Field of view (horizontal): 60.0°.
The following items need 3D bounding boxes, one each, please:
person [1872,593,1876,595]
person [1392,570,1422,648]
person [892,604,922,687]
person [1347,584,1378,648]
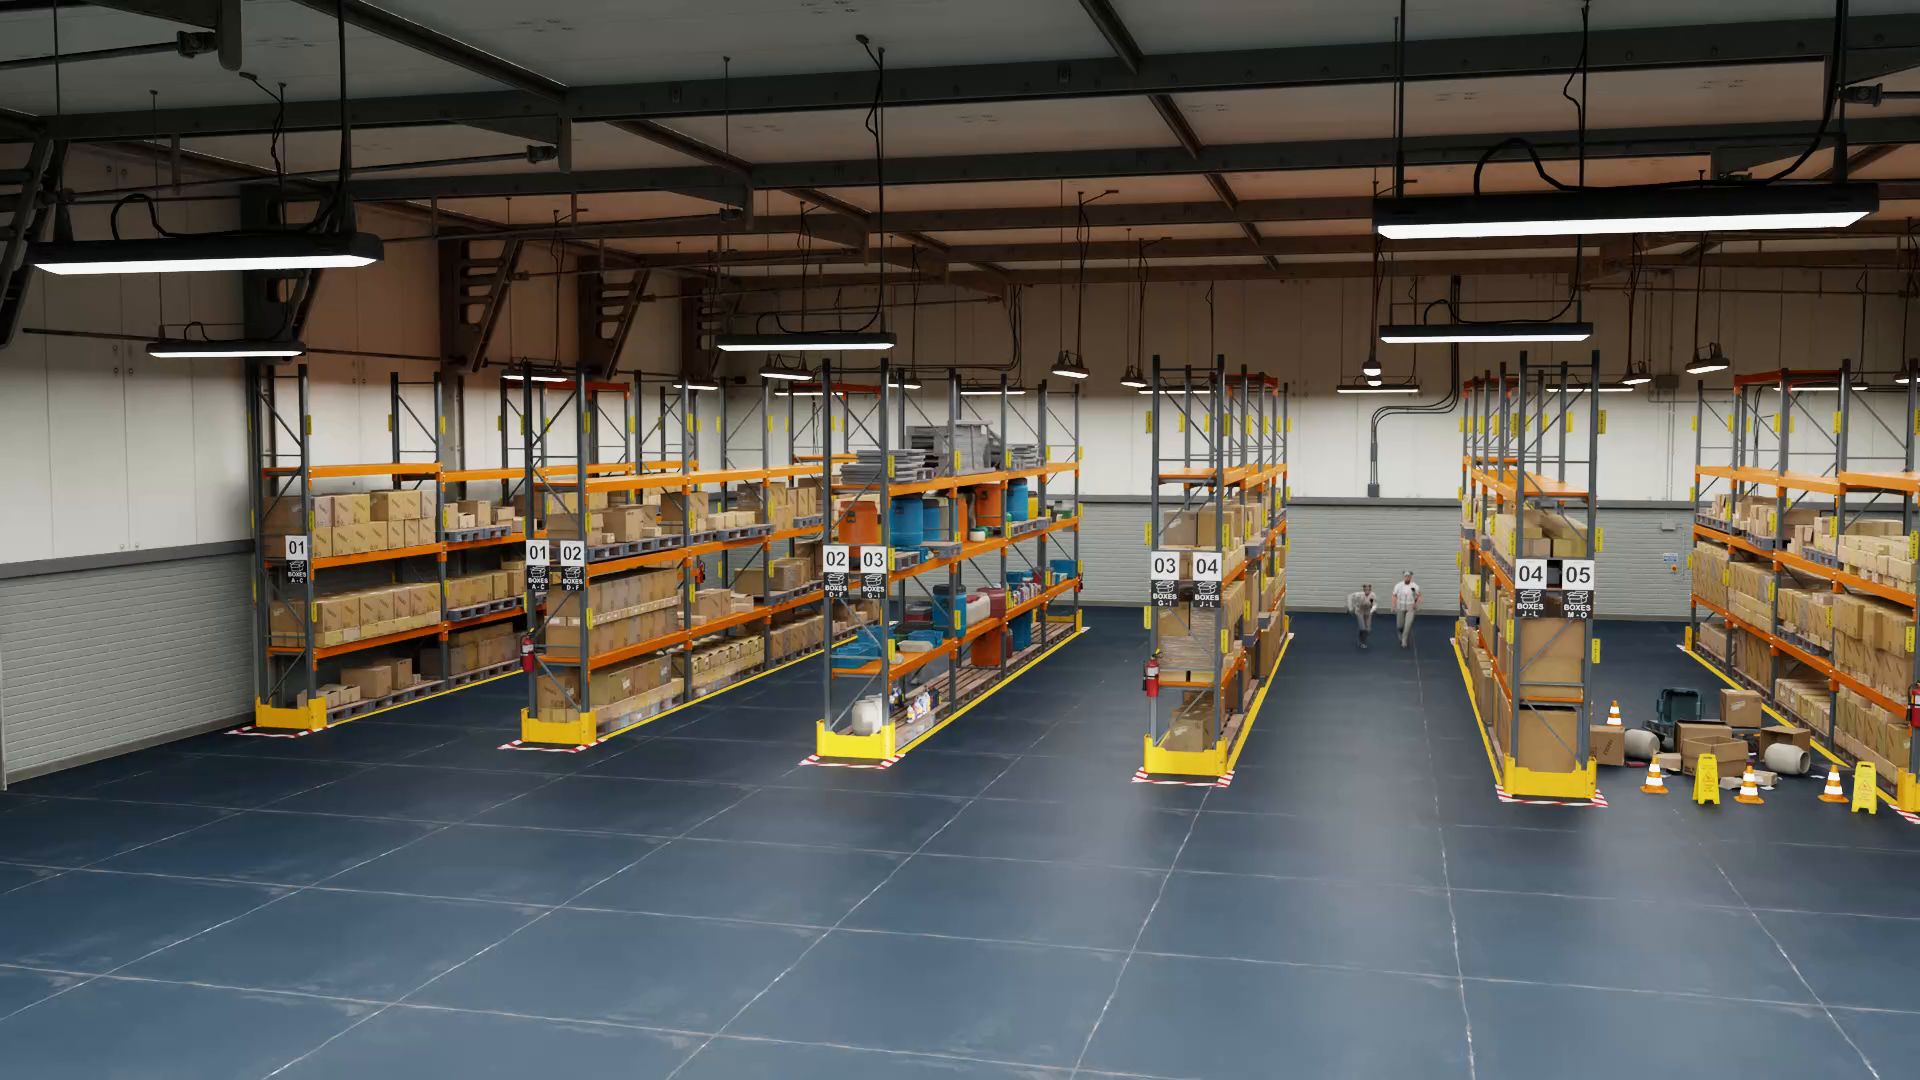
[{"bbox_3d":[17.543,1.916,31.952,0.690,1.774,0.988,0,4,6],"label":"person"},{"bbox_3d":[10.110,1.544,37.642,0.659,1.748,0.698,1,4,18],"label":"person"},{"bbox_3d":[-0.948,2.017,31.917,0.564,1.635,0.775,3,5,37],"label":"person"},{"bbox_3d":[9.009,1.699,37.224,0.643,1.490,0.757,0,4,0],"label":"person"}]
